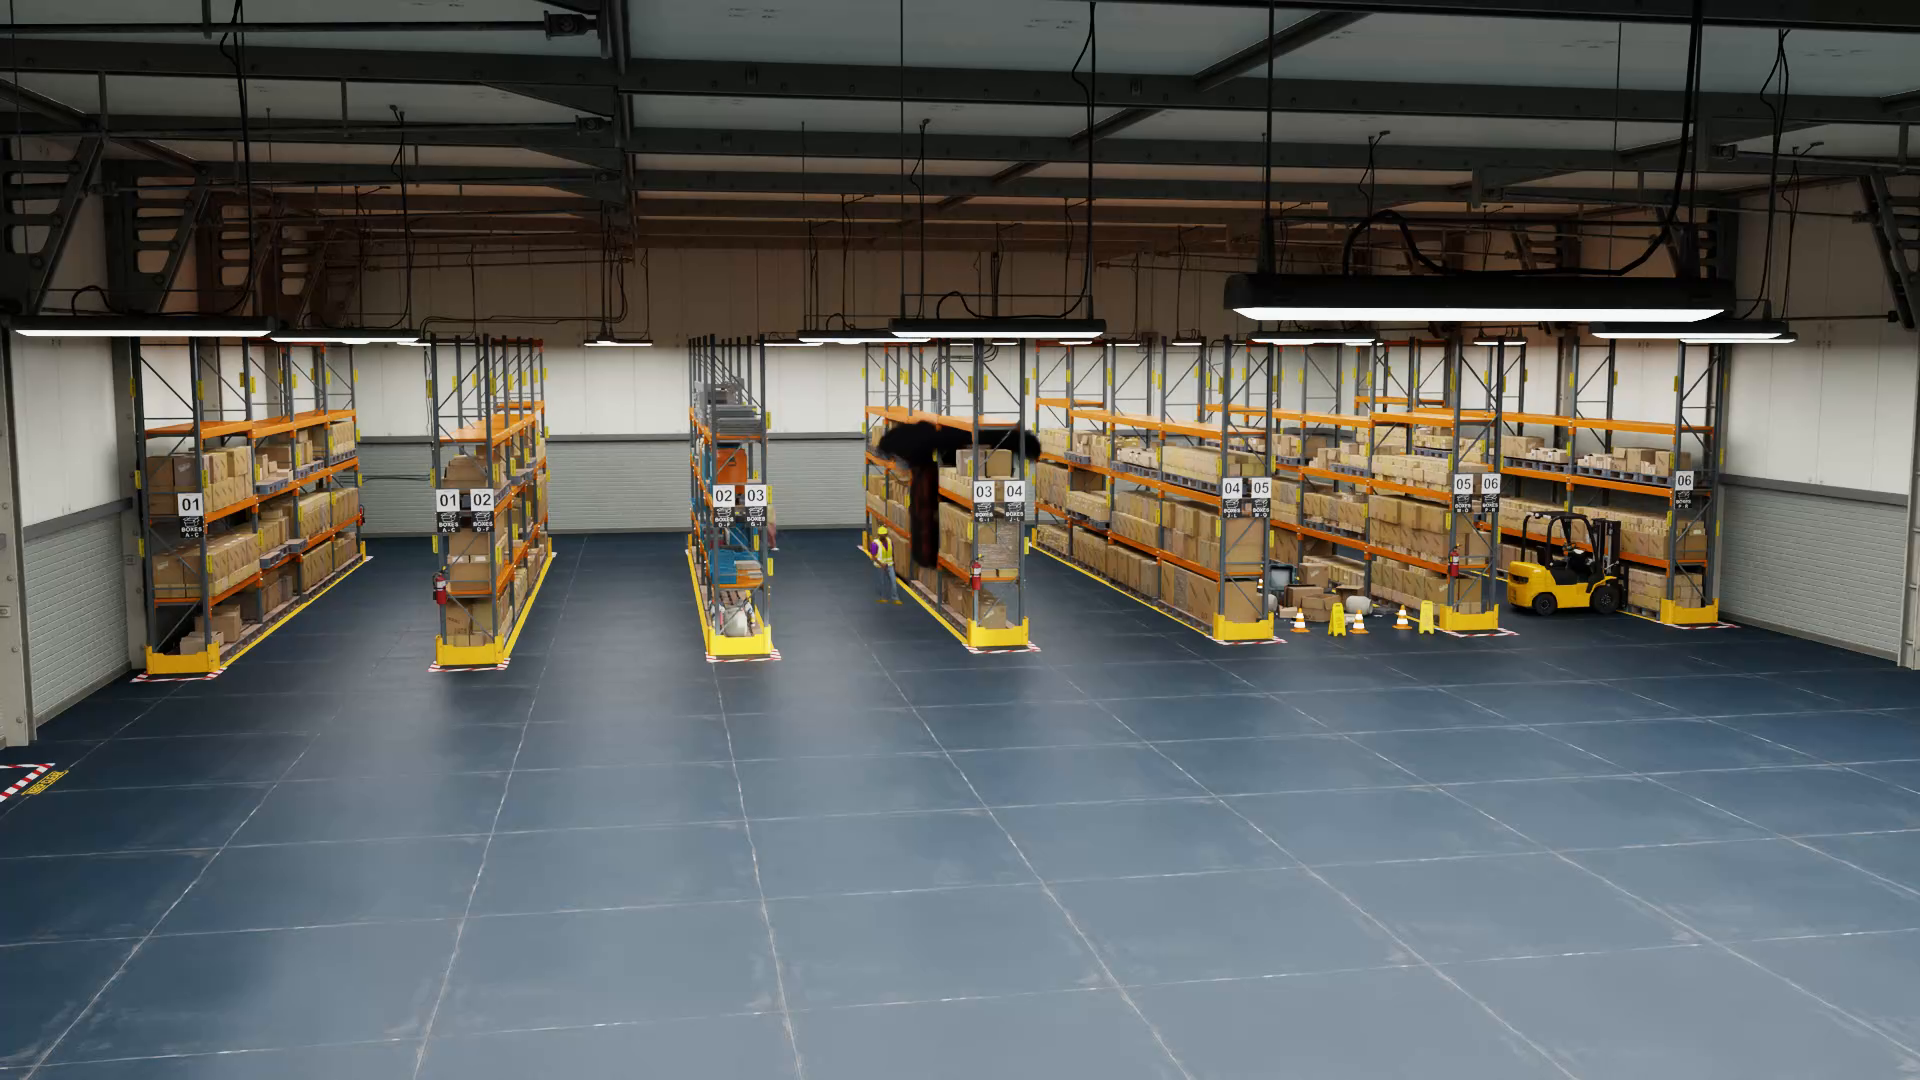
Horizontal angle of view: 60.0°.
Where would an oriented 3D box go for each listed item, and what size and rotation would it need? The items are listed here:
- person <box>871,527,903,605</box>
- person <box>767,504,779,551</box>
[{"bbox_3d":[-1.615,0.558,36.116,0.667,1.719,0.946,-4,8,-29],"label":"person"},{"bbox_3d":[-5.505,-0.500,47.310,0.638,1.609,0.592,-5,8,-36],"label":"person"}]
